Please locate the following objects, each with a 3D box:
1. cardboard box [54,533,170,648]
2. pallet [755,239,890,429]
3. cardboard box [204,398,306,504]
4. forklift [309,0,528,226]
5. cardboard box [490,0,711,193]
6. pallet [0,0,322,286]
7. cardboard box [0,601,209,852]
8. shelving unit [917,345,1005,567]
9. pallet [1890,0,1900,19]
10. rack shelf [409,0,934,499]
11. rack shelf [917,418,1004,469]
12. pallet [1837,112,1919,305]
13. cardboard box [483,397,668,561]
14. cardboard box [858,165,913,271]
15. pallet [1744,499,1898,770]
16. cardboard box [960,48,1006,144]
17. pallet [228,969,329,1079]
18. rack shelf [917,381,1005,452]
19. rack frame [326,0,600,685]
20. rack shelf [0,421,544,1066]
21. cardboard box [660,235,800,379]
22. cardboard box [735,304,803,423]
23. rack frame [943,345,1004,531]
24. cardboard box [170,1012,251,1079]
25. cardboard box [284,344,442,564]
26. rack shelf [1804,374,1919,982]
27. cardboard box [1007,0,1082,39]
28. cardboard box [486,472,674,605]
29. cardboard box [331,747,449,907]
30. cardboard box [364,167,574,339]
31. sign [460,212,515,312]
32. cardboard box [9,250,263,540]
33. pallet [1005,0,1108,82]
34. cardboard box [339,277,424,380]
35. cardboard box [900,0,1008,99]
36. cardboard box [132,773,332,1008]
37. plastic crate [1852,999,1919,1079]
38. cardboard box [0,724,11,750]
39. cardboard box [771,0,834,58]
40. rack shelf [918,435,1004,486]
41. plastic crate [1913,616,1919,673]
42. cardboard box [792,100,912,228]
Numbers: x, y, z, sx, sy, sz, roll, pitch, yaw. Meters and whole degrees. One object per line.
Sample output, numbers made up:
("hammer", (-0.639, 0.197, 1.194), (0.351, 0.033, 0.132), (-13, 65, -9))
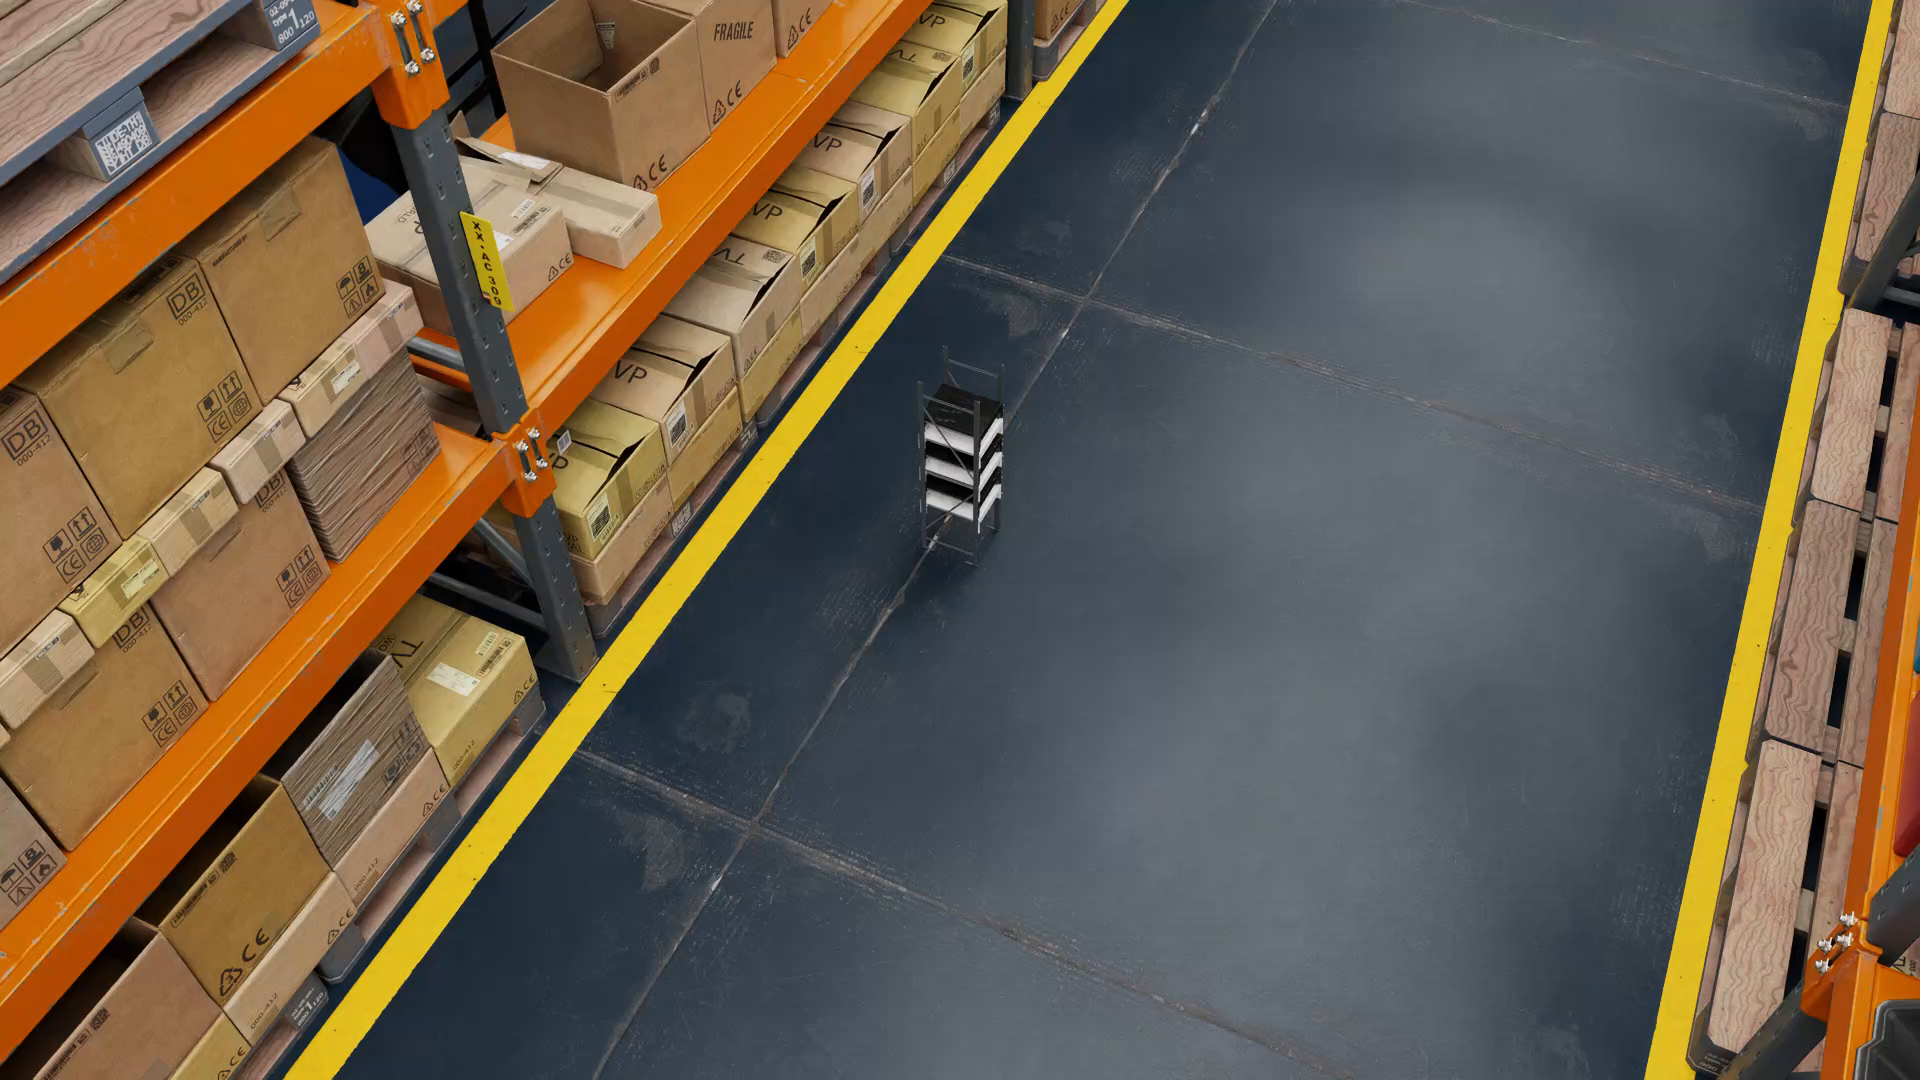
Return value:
("cardboard box", (-2.176, 0.070, 4.044), (0.380, 0.149, 0.250), (20, 52, 16))
("pallet", (-1.018, -1.104, 7.366), (1.003, 0.211, 1.213), (20, 52, 16))
("cardboard box", (-1.957, -0.279, 4.342), (0.380, 0.149, 0.250), (18, 52, 15))
("forklift", (-2.608, -2.460, 6.734), (1.130, 2.935, 3.031), (19, 52, 15))
("cardboard box", (-1.250, -1.563, 5.860), (0.500, 0.500, 0.500), (23, 53, 19))
("pallet", (-2.159, -0.992, 3.528), (1.003, 0.211, 1.213), (20, 52, 16))
("cardboard box", (-2.439, 0.340, 4.240), (0.700, 0.500, 0.500), (21, 53, 17))
("shelving unit", (0.003, -0.297, 6.227), (0.258, 0.900, 0.210), (20, 52, 16))
("pallet", (5.710, -3.117, 9.079), (1.003, 0.211, 1.213), (20, 52, 16))
("rack shelf", (-0.963, -1.788, 6.590), (1.077, 0.370, 4.000), (20, 52, 16))
("rack shelf", (0.003, -0.392, 6.115), (0.258, 0.077, 0.200), (20, 52, 16))
("pallet", (4.667, -1.437, 7.649), (1.003, 0.211, 1.213), (20, 52, 16))
("cardboard box", (-1.416, -0.275, 5.991), (0.500, 0.311, 0.500), (20, 52, 16))
("cardboard box", (-0.548, -1.501, 7.402), (0.500, 0.250, 0.500), (21, 53, 17))
("pallet", (3.480, 0.477, 6.021), (1.003, 0.211, 1.213), (20, 52, 16))
("cardboard box", (-0.113, -2.202, 7.999), (0.500, 0.250, 0.500), (21, 53, 17))
("pallet", (-2.715, 1.637, 5.034), (1.003, 0.211, 1.213), (20, 52, 16))
("rack shelf", (0.003, -0.451, 6.047), (0.258, 0.077, 0.200), (20, 52, 16))
("rack frame", (-1.818, -0.644, 5.144), (1.000, 3.000, 0.127), (20, 52, 16))
("rack shelf", (-2.672, 0.966, 4.246), (1.077, 0.370, 4.000), (20, 52, 16))
("cardboard box", (-0.977, -0.974, 6.586), (0.500, 0.311, 0.500), (18, 52, 15))
("cardboard box", (-0.983, -0.796, 6.802), (0.500, 0.250, 0.500), (18, 52, 15))
("rack frame", (0.047, -0.367, 6.287), (0.240, 0.900, 0.006), (20, 52, 16))
("cardboard box", (-2.454, 1.536, 4.818), (0.500, 0.250, 0.500), (20, 52, 16))
("cardboard box", (-2.002, -0.369, 4.844), (0.700, 0.500, 0.500), (19, 52, 15))
("rack shelf", (3.514, -0.174, 5.216), (1.077, 0.370, 4.000), (20, 52, 16))
("cardboard box", (0.344, -2.952, 8.460), (0.500, 0.500, 0.500), (22, 53, 18))
("cardboard box", (-1.421, -0.086, 6.199), (0.500, 0.250, 0.500), (19, 52, 15))
("cardboard box", (-2.041, 0.842, 5.409), (0.500, 0.250, 0.500), (20, 52, 16))
("cardboard box", (-1.647, -0.949, 5.501), (0.500, 0.250, 0.500), (23, 53, 18))
("sign", (-1.315, -0.771, 4.631), (0.100, 0.325, 0.005), (20, 52, 16))
("cardboard box", (-2.216, -0.441, 4.053), (0.700, 0.500, 0.500), (20, 52, 16))
("pallet", (0.244, -2.997, 8.977), (1.003, 0.211, 1.213), (20, 52, 16))
("cardboard box", (-1.740, -0.630, 4.640), (0.380, 0.149, 0.250), (20, 52, 16))
("cardboard box", (-0.110, -2.385, 7.786), (0.500, 0.311, 0.500), (21, 53, 17))
("cardboard box", (-2.252, 0.944, 4.829), (0.500, 0.500, 0.500), (20, 52, 16))
("plastic crate", (2.321, 1.309, 3.522), (0.767, 0.338, 0.504), (20, 52, 16))
("cardboard box", (-2.395, 0.428, 3.740), (0.380, 0.149, 0.250), (21, 53, 17))
("cardboard box", (-0.811, -2.270, 6.462), (0.500, 0.500, 0.500), (17, 52, 14))
("rack shelf", (0.003, -0.334, 6.184), (0.258, 0.077, 0.200), (20, 52, 16))
("plastic crate", (2.849, 0.114, 4.509), (0.392, 0.384, 0.575), (20, 52, 16))
("cardboard box", (-0.544, -1.678, 7.185), (0.500, 0.311, 0.500), (19, 52, 16))
